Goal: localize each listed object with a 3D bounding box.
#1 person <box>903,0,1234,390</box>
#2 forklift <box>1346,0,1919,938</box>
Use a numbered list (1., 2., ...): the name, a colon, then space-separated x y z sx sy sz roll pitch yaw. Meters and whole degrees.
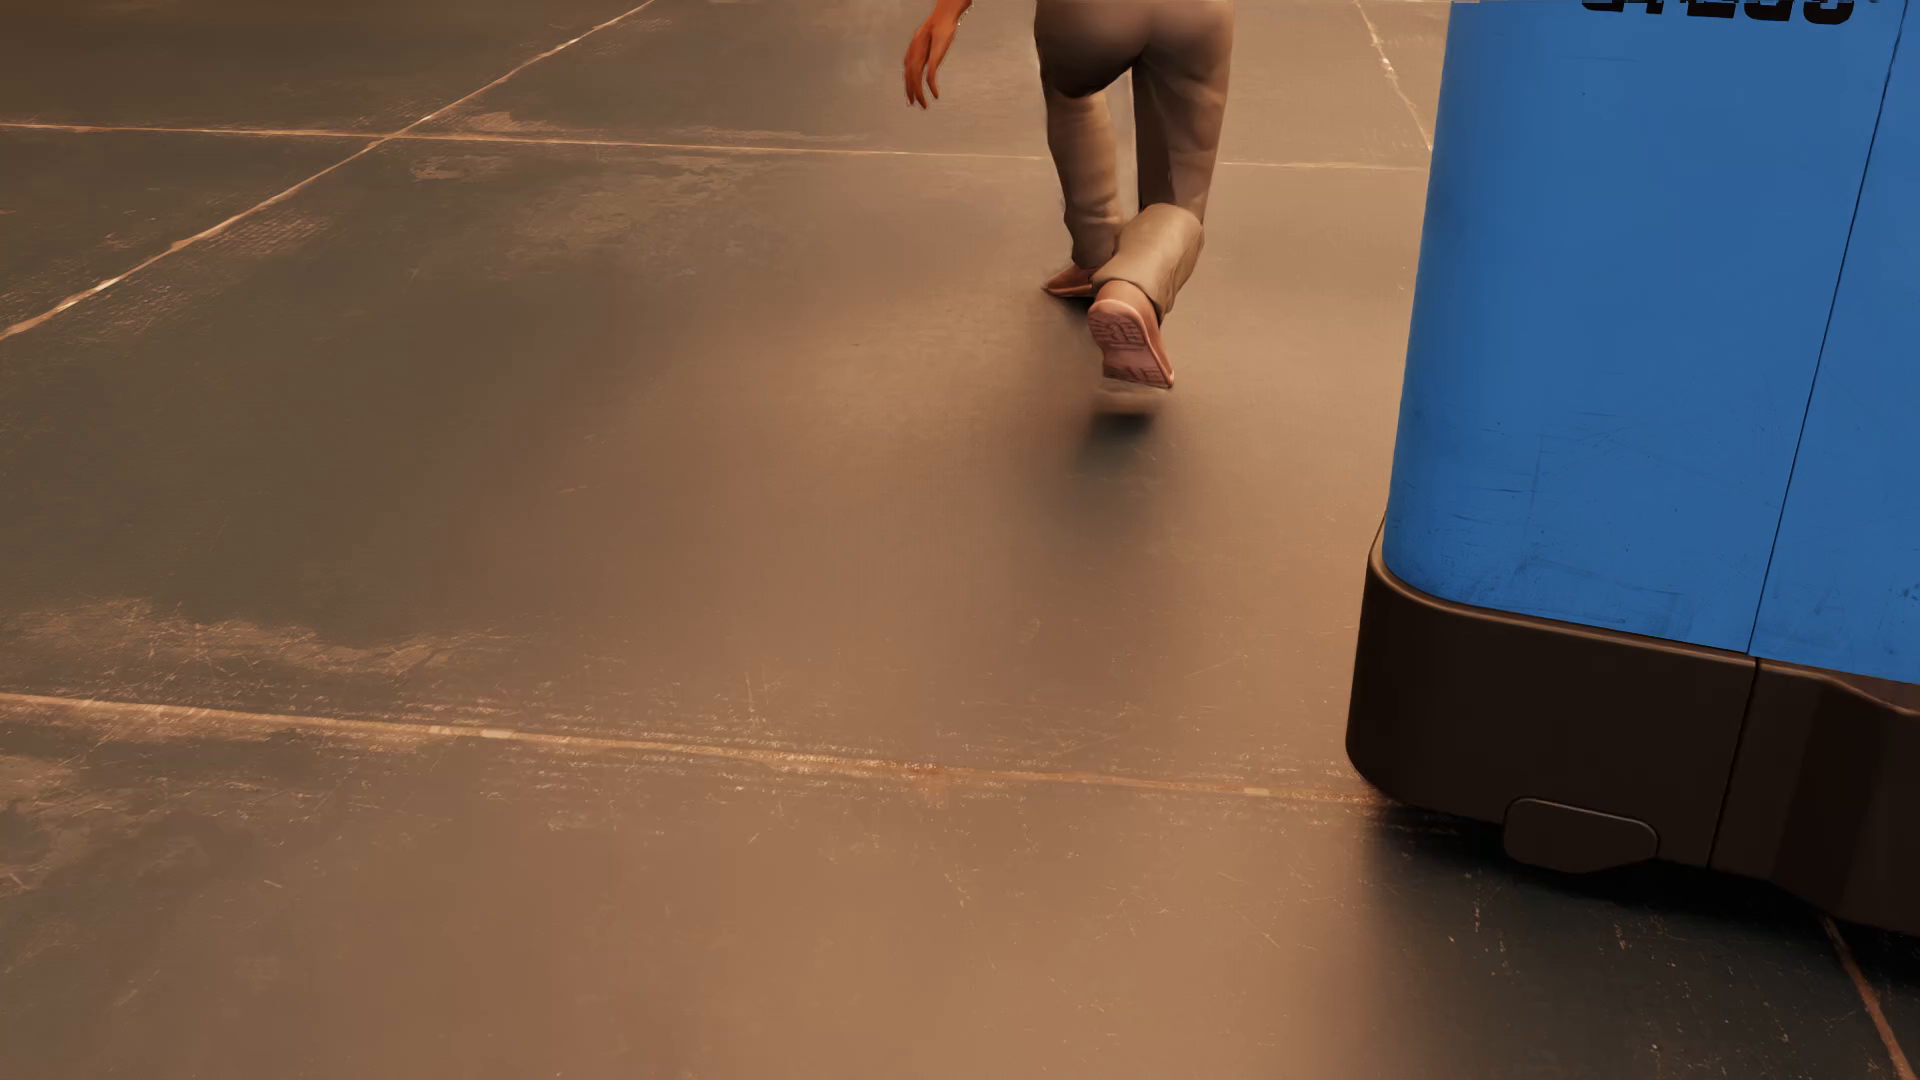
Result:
1. person: 0.178 -0.967 2.950 0.685 1.431 0.916 -6 27 -12
2. forklift: 2.001 -0.943 1.107 3.031 2.935 1.130 10 28 20
